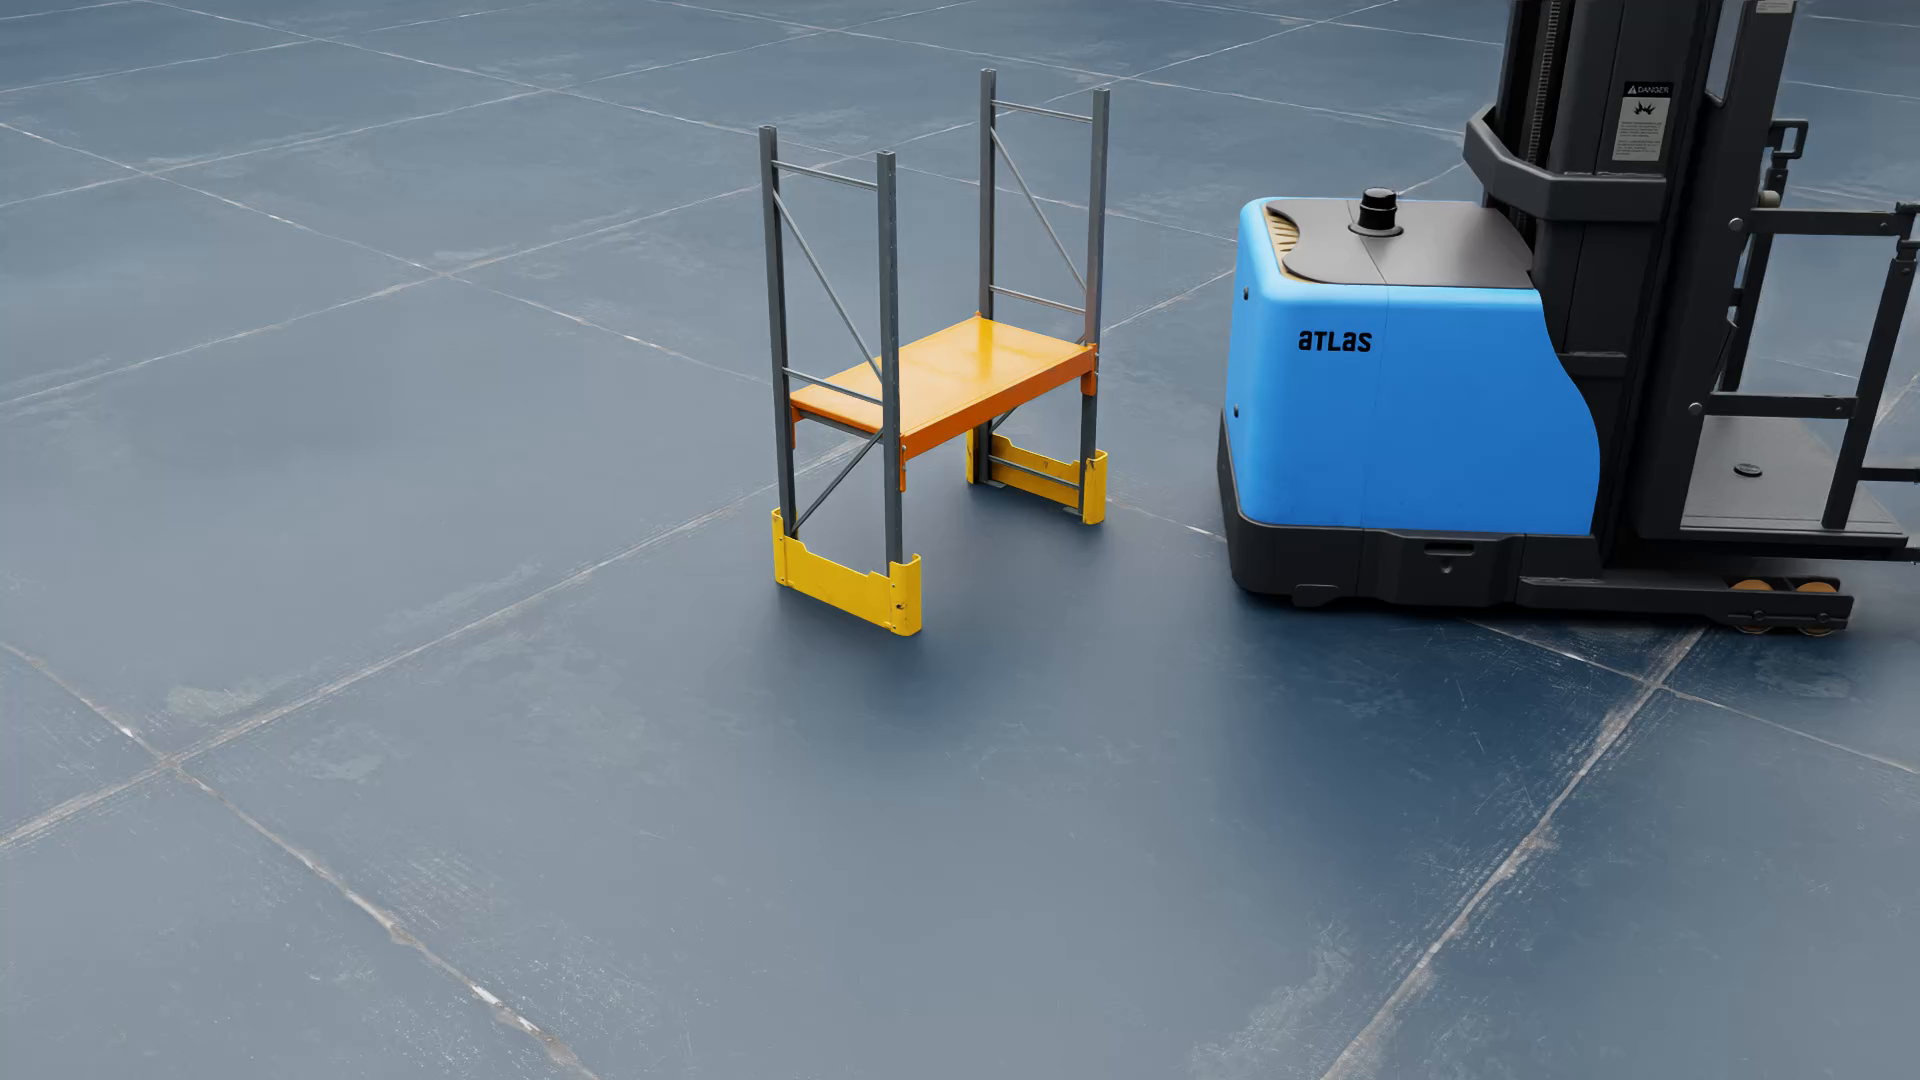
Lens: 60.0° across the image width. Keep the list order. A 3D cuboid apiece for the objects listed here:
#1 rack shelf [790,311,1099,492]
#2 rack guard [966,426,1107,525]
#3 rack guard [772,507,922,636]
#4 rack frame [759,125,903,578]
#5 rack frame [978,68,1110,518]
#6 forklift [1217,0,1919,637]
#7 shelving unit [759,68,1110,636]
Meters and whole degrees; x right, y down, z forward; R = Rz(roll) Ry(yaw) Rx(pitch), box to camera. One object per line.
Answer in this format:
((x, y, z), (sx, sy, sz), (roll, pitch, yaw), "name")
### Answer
((-0.054, -0.476, 5.430), (0.538, 0.185, 1.000), (21, 34, 34), "rack shelf")
((0.268, -0.261, 5.982), (0.587, 0.250, 0.087), (21, 34, 34), "rack guard")
((-0.365, 0.093, 5.299), (0.587, 0.250, 0.087), (21, 34, 34), "rack guard")
((-0.378, -0.456, 4.999), (0.500, 1.500, 0.032), (21, 34, 34), "rack frame")
((0.269, -0.816, 5.695), (0.500, 1.500, 0.032), (21, 34, 34), "rack frame")
((2.420, -1.257, 4.989), (3.031, 2.935, 1.130), (2, 27, 4), "forklift")
((-0.048, -0.639, 5.353), (0.587, 1.500, 1.083), (21, 34, 34), "shelving unit")
